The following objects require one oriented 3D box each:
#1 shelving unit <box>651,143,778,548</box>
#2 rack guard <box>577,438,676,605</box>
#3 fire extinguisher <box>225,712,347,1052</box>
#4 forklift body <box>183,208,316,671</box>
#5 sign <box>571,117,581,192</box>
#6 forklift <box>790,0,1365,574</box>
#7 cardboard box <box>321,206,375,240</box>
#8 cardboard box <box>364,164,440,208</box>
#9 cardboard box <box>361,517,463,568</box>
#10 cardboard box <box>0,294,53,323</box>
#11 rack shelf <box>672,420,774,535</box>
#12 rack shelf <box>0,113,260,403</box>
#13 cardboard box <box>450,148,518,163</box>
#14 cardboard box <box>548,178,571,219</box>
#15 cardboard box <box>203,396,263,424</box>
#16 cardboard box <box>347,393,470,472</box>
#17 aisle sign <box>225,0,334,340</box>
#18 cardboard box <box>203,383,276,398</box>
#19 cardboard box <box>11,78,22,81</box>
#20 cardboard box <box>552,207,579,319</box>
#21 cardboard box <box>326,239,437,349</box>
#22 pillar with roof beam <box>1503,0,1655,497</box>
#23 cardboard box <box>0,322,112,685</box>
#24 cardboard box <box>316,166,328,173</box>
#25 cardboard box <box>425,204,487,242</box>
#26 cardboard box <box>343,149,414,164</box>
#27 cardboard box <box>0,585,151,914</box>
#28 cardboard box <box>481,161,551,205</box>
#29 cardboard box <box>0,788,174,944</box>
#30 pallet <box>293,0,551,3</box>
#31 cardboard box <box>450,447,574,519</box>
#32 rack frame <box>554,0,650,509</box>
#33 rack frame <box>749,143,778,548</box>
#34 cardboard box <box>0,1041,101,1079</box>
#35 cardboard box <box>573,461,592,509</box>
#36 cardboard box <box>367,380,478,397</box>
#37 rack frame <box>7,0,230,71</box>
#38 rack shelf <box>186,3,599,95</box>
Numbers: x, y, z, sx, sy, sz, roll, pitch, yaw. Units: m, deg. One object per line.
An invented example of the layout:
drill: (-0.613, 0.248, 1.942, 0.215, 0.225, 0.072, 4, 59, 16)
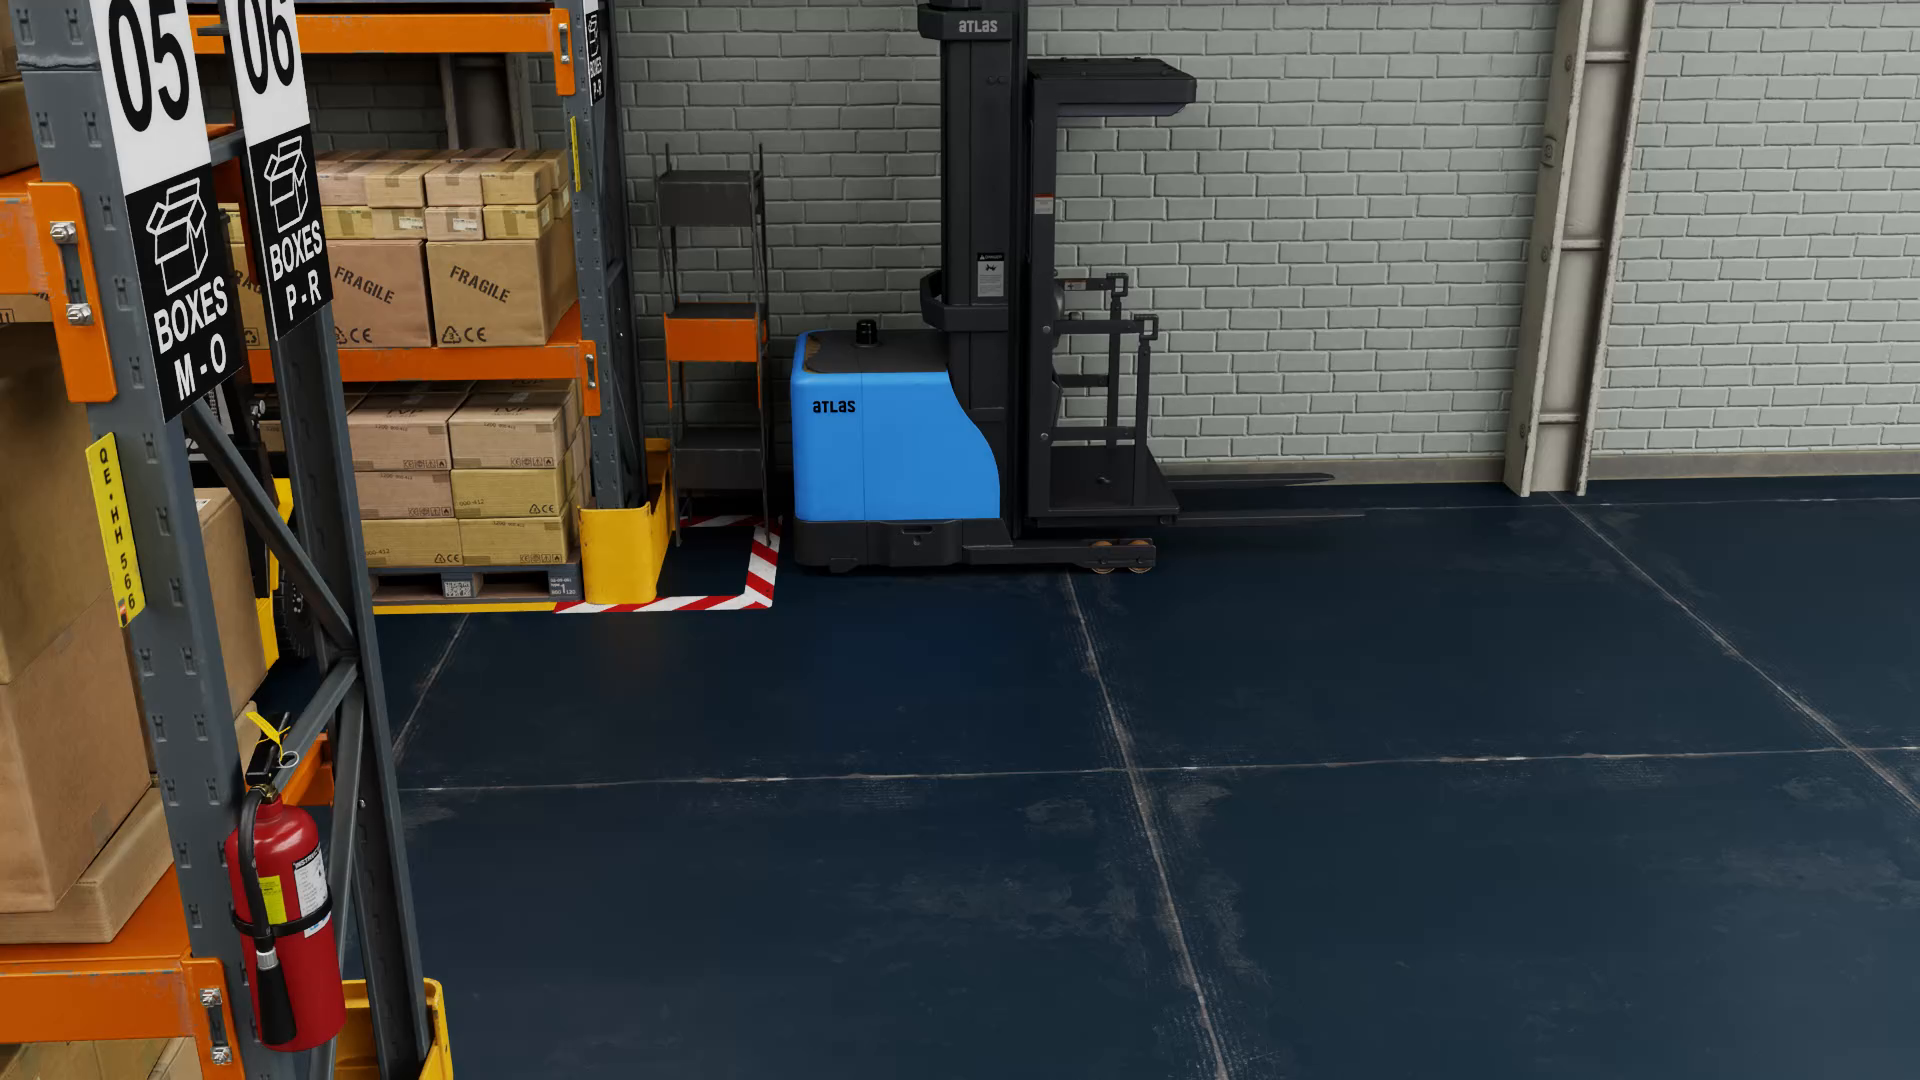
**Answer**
shelving unit: (-1.280, -1.011, 8.825, 0.503, 2.100, 0.431, 0, 21, 1)
rack guard: (-1.734, -0.120, 8.735, 0.348, 0.500, 1.175, -1, 21, -3)
fire extinguisher: (-1.330, 0.673, 3.247, 0.183, 0.674, 0.296, -1, 21, -3)
forklift body: (-3.547, -0.205, 6.636, 1.214, 2.155, 2.313, -1, 21, -3)
sign: (-1.740, -1.747, 7.533, 0.005, 0.325, 0.100, -1, 21, -3)
forklift: (0.627, -1.382, 8.632, 3.031, 2.935, 1.130, -1, 21, -3)
cardboard box: (-2.852, -1.531, 7.875, 0.250, 0.149, 0.380, -1, 21, -3)
cardboard box: (-2.607, -1.664, 7.805, 0.250, 0.149, 0.380, -1, 21, -2)
cardboard box: (-2.706, -0.071, 8.365, 0.500, 0.250, 0.500, -1, 21, -3)
cardboard box: (-4.269, -1.197, 7.909, 0.500, 0.500, 0.500, -1, 21, -4)
rack shelf: (-1.280, -0.344, 9.078, 0.480, 0.518, 0.431, 0, 21, 1)
rack shelf: (-3.467, -0.550, 3.145, 4.000, 0.370, 1.077, -1, 21, -3)
cardboard box: (-2.374, -1.863, 8.328, 0.250, 0.149, 0.380, 0, 21, -1)
cardboard box: (-2.111, -1.723, 8.379, 0.250, 0.149, 0.380, -2, 21, -4)
cardboard box: (-3.718, -0.513, 8.121, 0.500, 0.250, 0.500, -2, 21, -4)
cardboard box: (-2.709, -0.534, 8.177, 0.500, 0.250, 0.500, -1, 21, -2)
aisle sign: (-1.426, -0.851, 3.487, 0.004, 0.787, 0.394, -1, 21, -3)
cardboard box: (-3.759, -0.698, 8.608, 0.500, 0.250, 0.500, -2, 21, -4)
cardboard box: (-1.820, -0.918, 3.454, 0.250, 0.149, 0.380, -1, 21, -3)
cardboard box: (-2.268, -1.423, 8.503, 0.500, 0.500, 0.500, 0, 21, -1)
cardboard box: (-2.752, -1.224, 7.980, 0.500, 0.500, 0.500, -1, 21, -1)
pillar with roof beam: (3.732, -2.990, 4.328, 0.400, 9.000, 9.100, -1, 21, -3)
cardboard box: (-1.968, -0.090, 3.178, 0.500, 0.500, 0.700, -2, 21, -4)
cardboard box: (-3.114, -1.640, 7.744, 0.250, 0.149, 0.380, -1, 21, -2)
cardboard box: (-2.341, -1.516, 7.834, 0.250, 0.149, 0.380, -1, 21, -2)
cardboard box: (-2.879, -1.843, 8.275, 0.250, 0.149, 0.380, -1, 21, -3)
cardboard box: (-1.997, 0.398, 3.301, 0.500, 0.500, 0.500, -2, 21, -4)
cardboard box: (-2.103, -1.695, 7.887, 0.250, 0.149, 0.380, -1, 21, -3)
cardboard box: (-1.832, 0.676, 3.483, 0.250, 0.149, 0.380, 0, 21, -1)
pallet: (-2.465, -2.643, 7.757, 1.213, 0.211, 1.003, -1, 21, -3)
cardboard box: (-2.226, -0.312, 8.296, 0.500, 0.250, 0.500, -1, 21, -4)
rack frame: (-1.758, -1.288, 8.288, 0.127, 3.000, 1.000, -1, 21, -3)
rack frame: (-1.036, -1.009, 8.819, 0.015, 2.100, 0.400, 0, 21, 1)
cardboard box: (-2.255, 1.322, 3.652, 0.500, 0.500, 0.500, -1, 21, -3)
cardboard box: (-2.259, -0.259, 8.859, 0.500, 0.250, 0.500, -1, 21, -3)
cardboard box: (-2.747, -0.713, 8.646, 0.500, 0.250, 0.500, -1, 21, -3)
rack frame: (-1.470, -2.329, 2.590, 0.127, 3.000, 1.000, -1, 21, -3)
rack shelf: (-3.754, -2.313, 7.776, 4.000, 0.370, 1.077, -1, 21, -3)
